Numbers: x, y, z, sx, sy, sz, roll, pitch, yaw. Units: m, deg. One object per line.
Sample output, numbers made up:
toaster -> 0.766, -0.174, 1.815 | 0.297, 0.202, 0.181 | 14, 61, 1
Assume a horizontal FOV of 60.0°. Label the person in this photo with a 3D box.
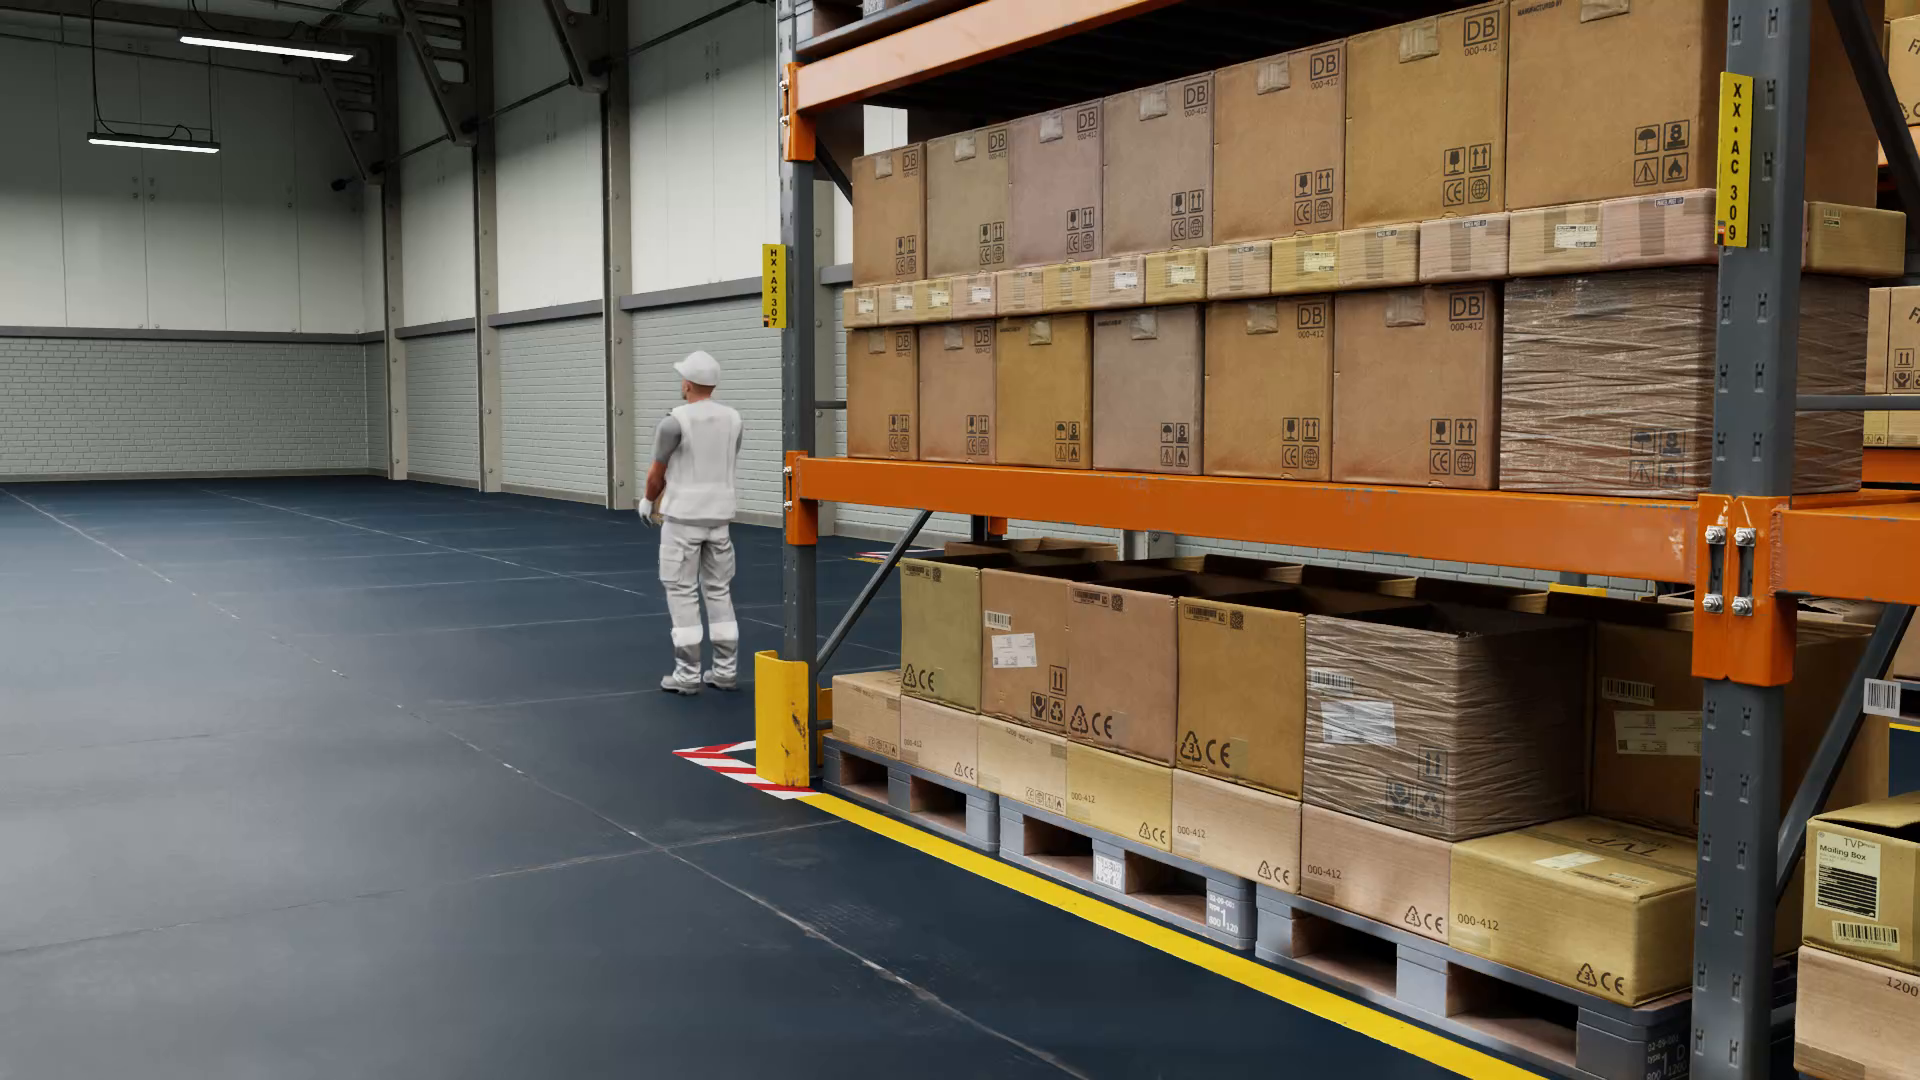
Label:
person -> -1.439, -0.098, 8.811 | 0.506, 1.793, 0.552 | -4, 6, -40
